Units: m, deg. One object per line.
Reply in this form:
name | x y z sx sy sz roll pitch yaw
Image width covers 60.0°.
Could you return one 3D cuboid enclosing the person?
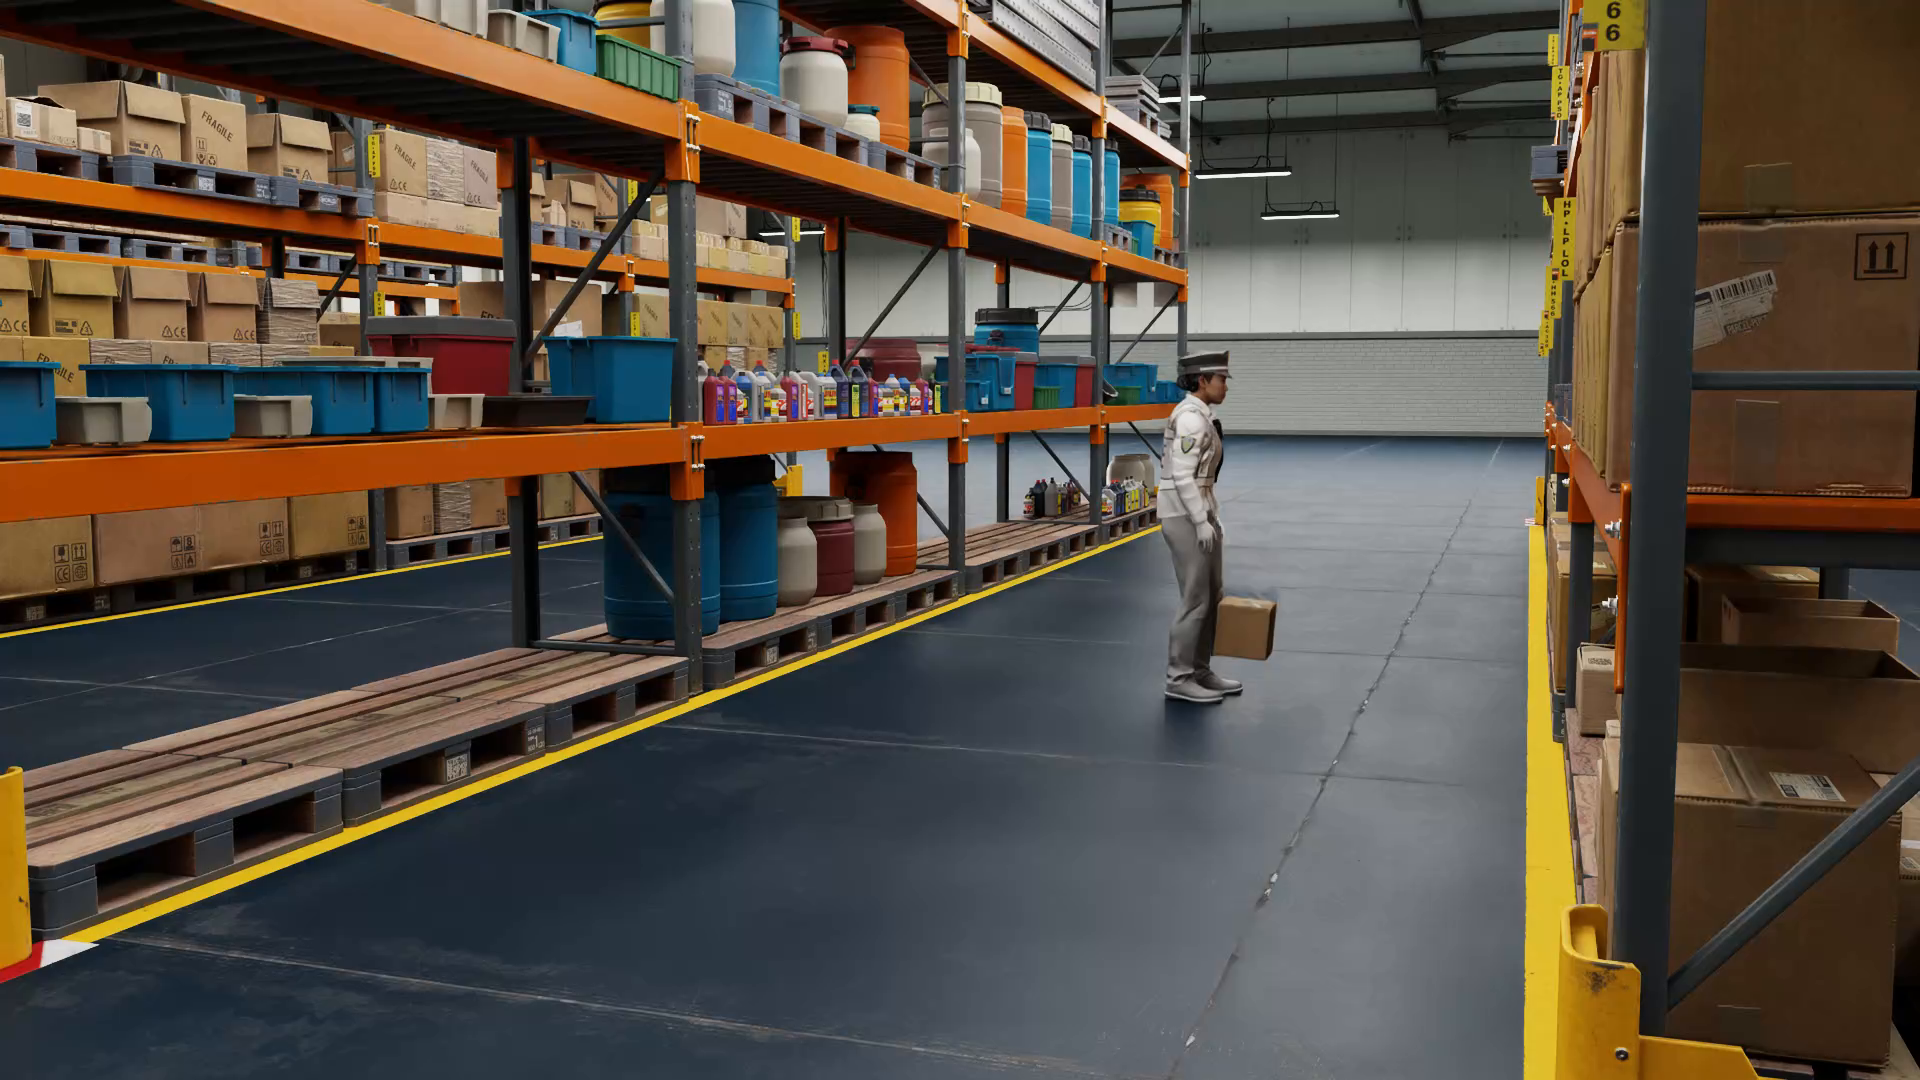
person | 1.159 -0.077 8.027 0.411 1.668 0.511 2 6 17
